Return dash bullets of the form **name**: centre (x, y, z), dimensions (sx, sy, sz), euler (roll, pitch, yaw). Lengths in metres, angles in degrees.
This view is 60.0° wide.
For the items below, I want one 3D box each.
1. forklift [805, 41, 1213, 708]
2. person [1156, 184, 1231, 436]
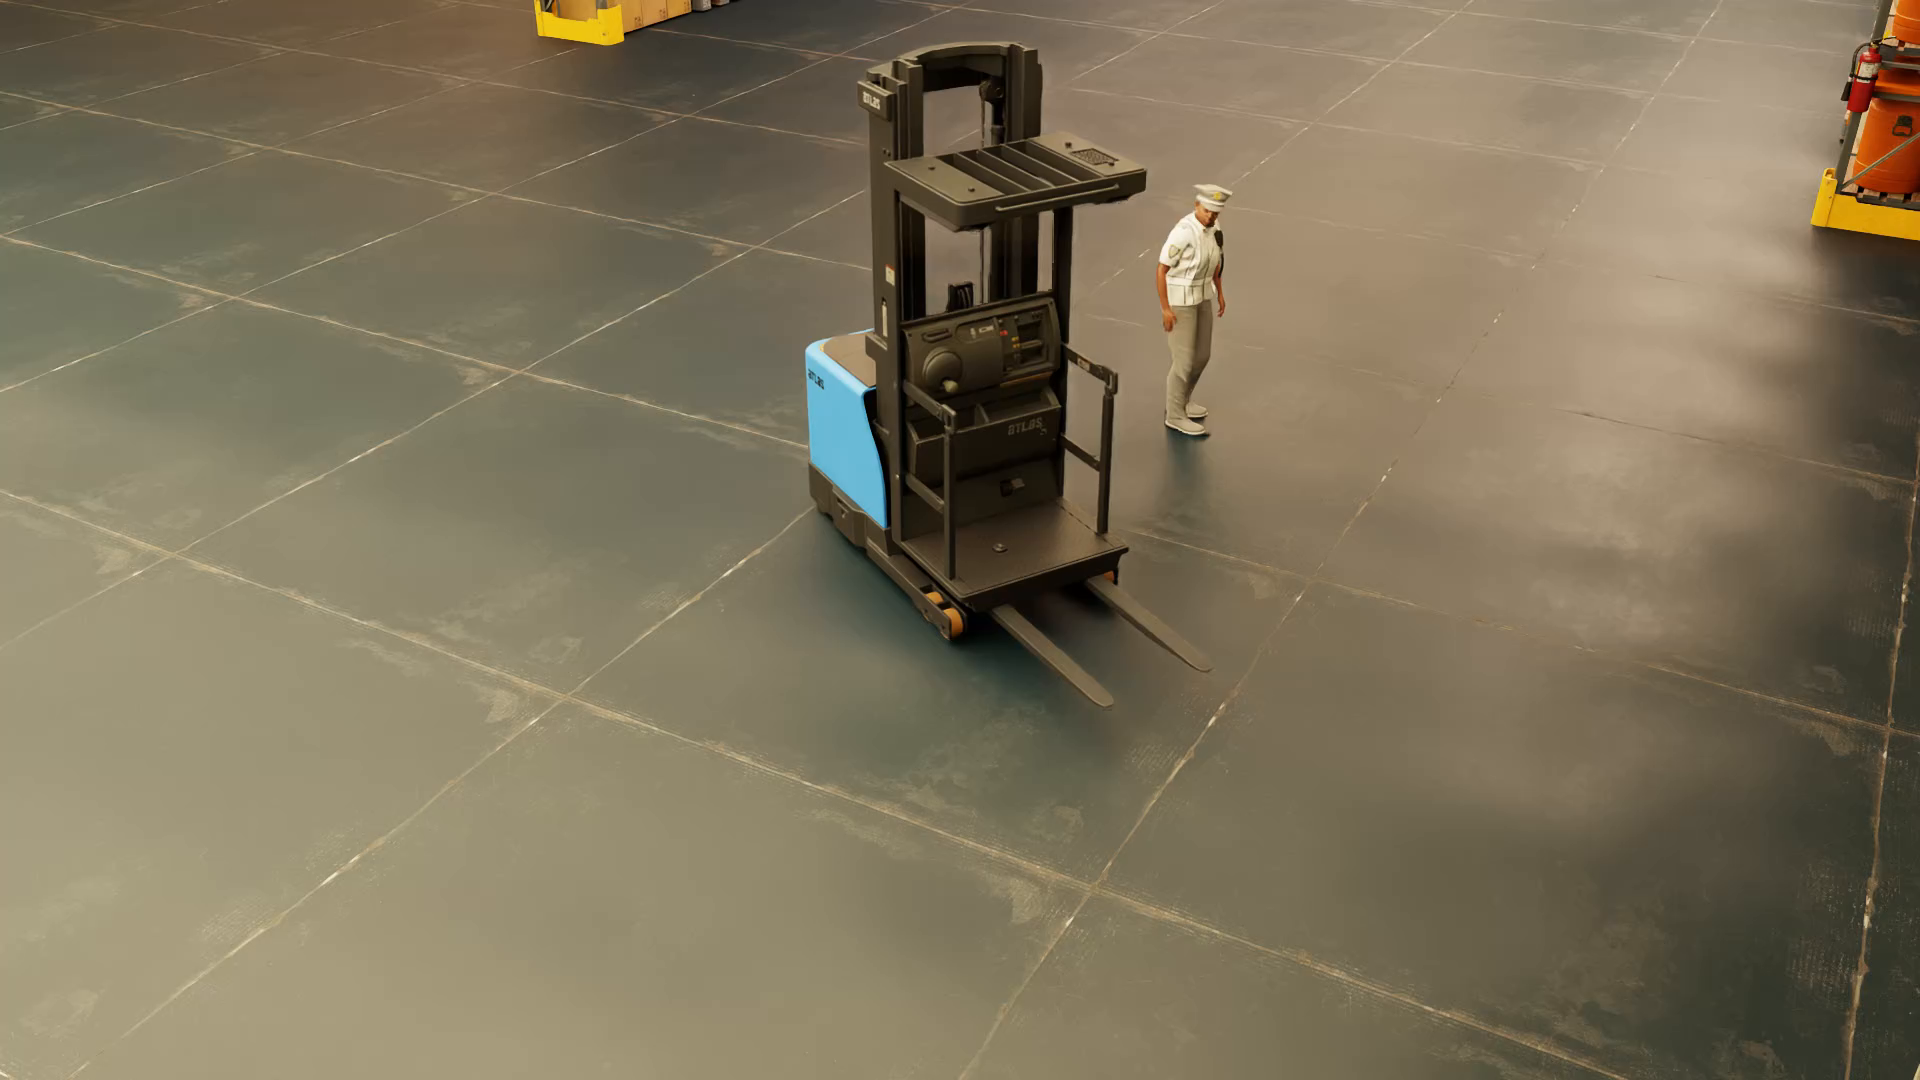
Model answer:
- **forklift**: centre (0.239, -0.995, 8.795), dimensions (1.130, 2.935, 3.031), euler (-16, 34, -26)
- **person**: centre (1.563, -1.541, 11.030), dimensions (0.457, 1.646, 0.627), euler (24, 38, 35)
